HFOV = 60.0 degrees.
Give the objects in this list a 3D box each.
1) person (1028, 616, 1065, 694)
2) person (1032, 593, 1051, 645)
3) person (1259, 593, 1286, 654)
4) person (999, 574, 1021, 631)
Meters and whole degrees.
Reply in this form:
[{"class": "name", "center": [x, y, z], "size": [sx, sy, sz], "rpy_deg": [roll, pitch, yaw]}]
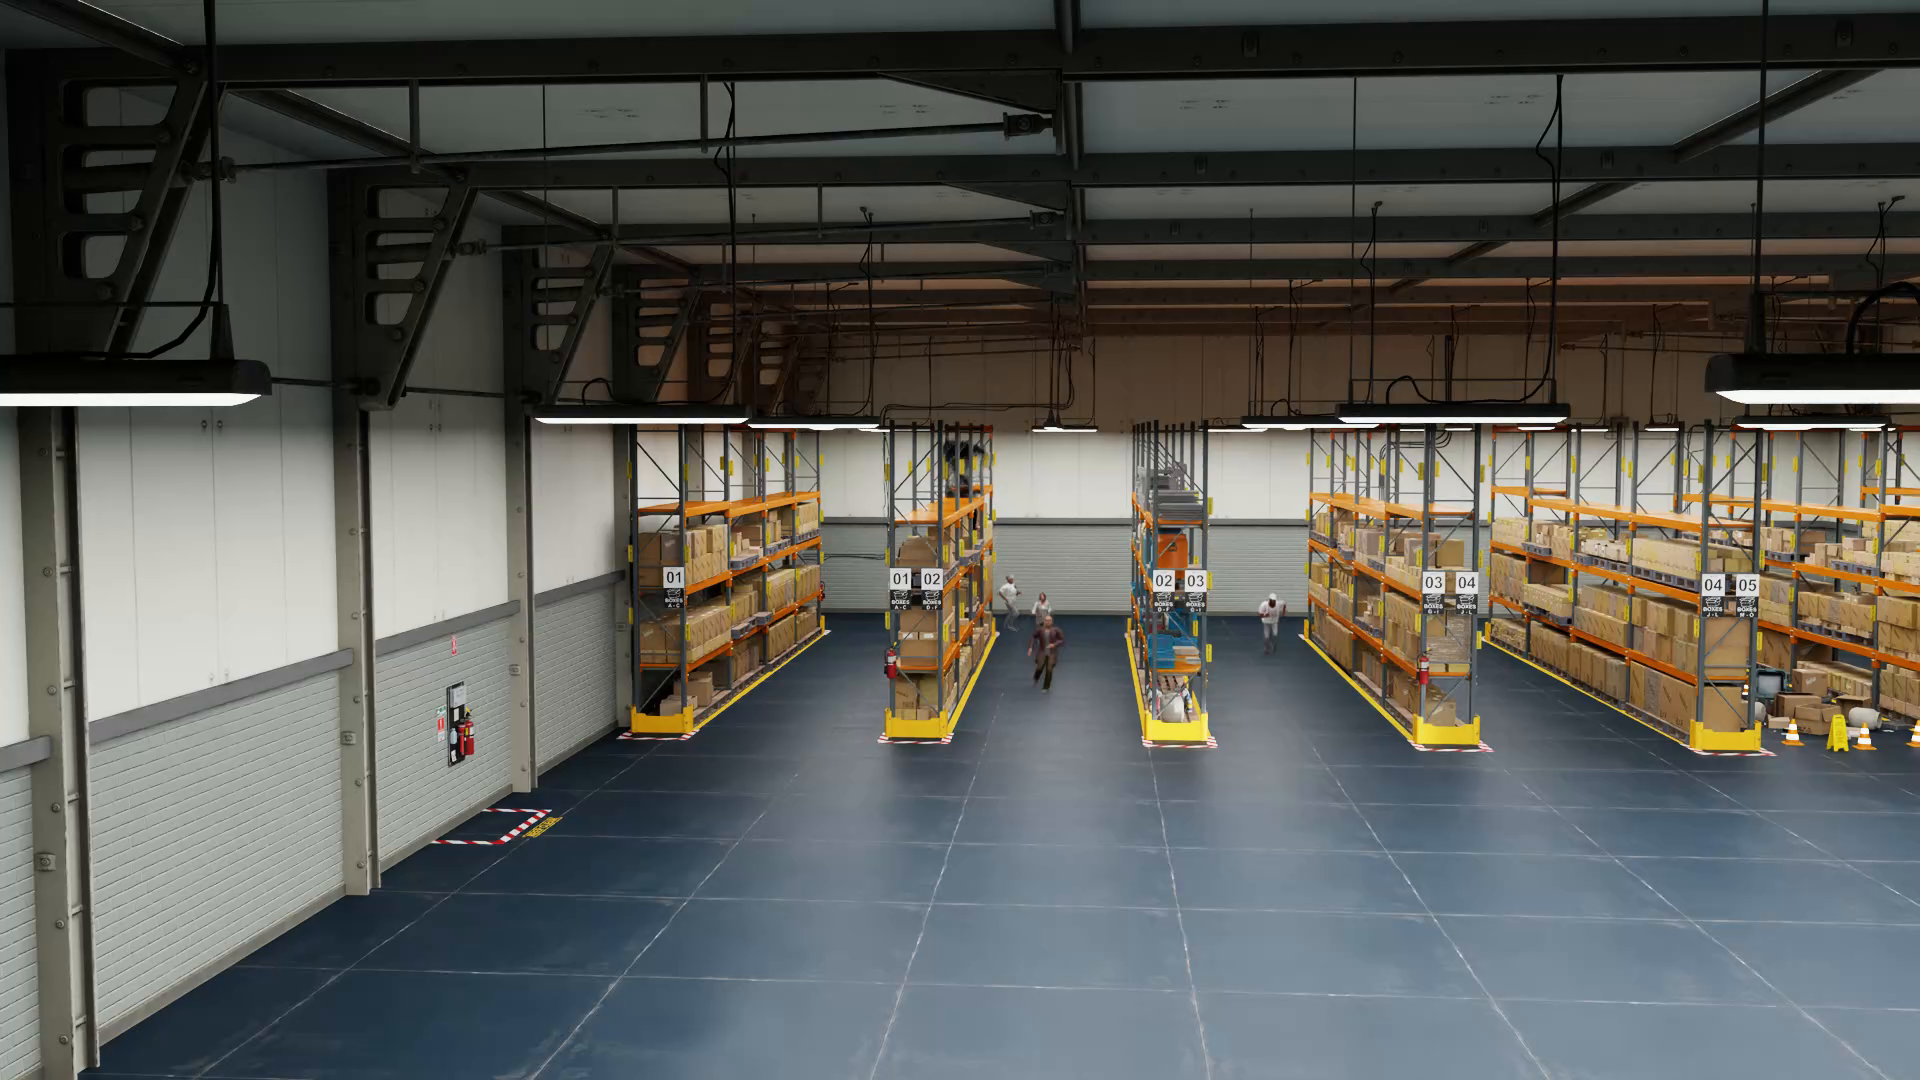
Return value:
[{"class": "person", "center": [1.916, 2.546, 36.851], "size": [0.819, 1.735, 0.554], "rpy_deg": [0, 4, 2]}, {"class": "person", "center": [2.135, 2.179, 43.654], "size": [0.510, 1.587, 1.027], "rpy_deg": [0, 4, 0]}, {"class": "person", "center": [8.129, 2.173, 43.339], "size": [0.740, 1.626, 0.947], "rpy_deg": [0, 4, 0]}, {"class": "person", "center": [1.469, 1.838, 48.481], "size": [0.690, 1.711, 0.604], "rpy_deg": [2, 4, 27]}]
